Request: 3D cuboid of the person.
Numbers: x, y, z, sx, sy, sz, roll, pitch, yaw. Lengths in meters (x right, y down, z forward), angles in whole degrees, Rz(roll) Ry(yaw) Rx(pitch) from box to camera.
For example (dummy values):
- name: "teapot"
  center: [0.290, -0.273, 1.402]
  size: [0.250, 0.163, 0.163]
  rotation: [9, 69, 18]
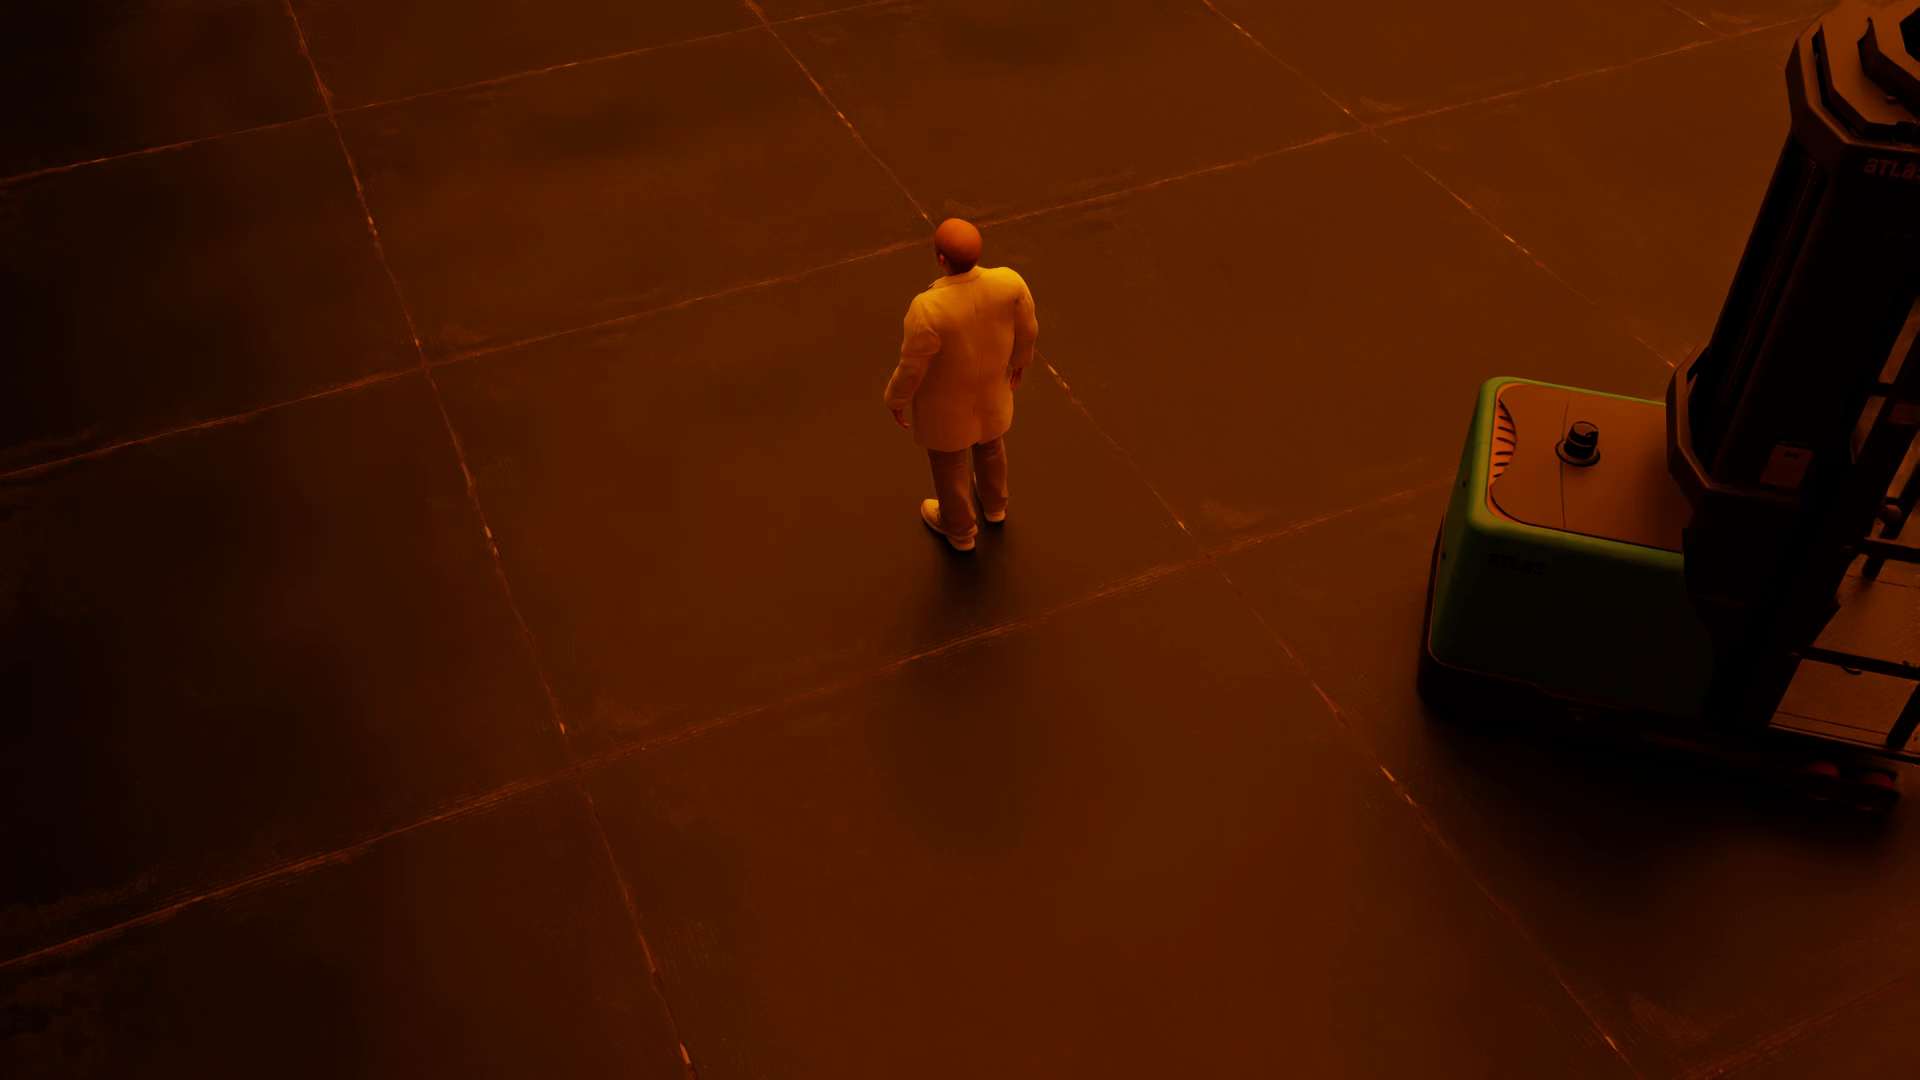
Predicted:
- name: "person"
  center: [-0.033, -0.712, 7.279]
  size: [0.696, 1.775, 0.581]
  rotation: [-18, 46, -18]

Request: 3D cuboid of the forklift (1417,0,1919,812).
- name: "forklift"
  center: [3.513, -0.392, 6.101]
  size: [3.031, 2.935, 1.130]
  rotation: [11, 44, 12]
